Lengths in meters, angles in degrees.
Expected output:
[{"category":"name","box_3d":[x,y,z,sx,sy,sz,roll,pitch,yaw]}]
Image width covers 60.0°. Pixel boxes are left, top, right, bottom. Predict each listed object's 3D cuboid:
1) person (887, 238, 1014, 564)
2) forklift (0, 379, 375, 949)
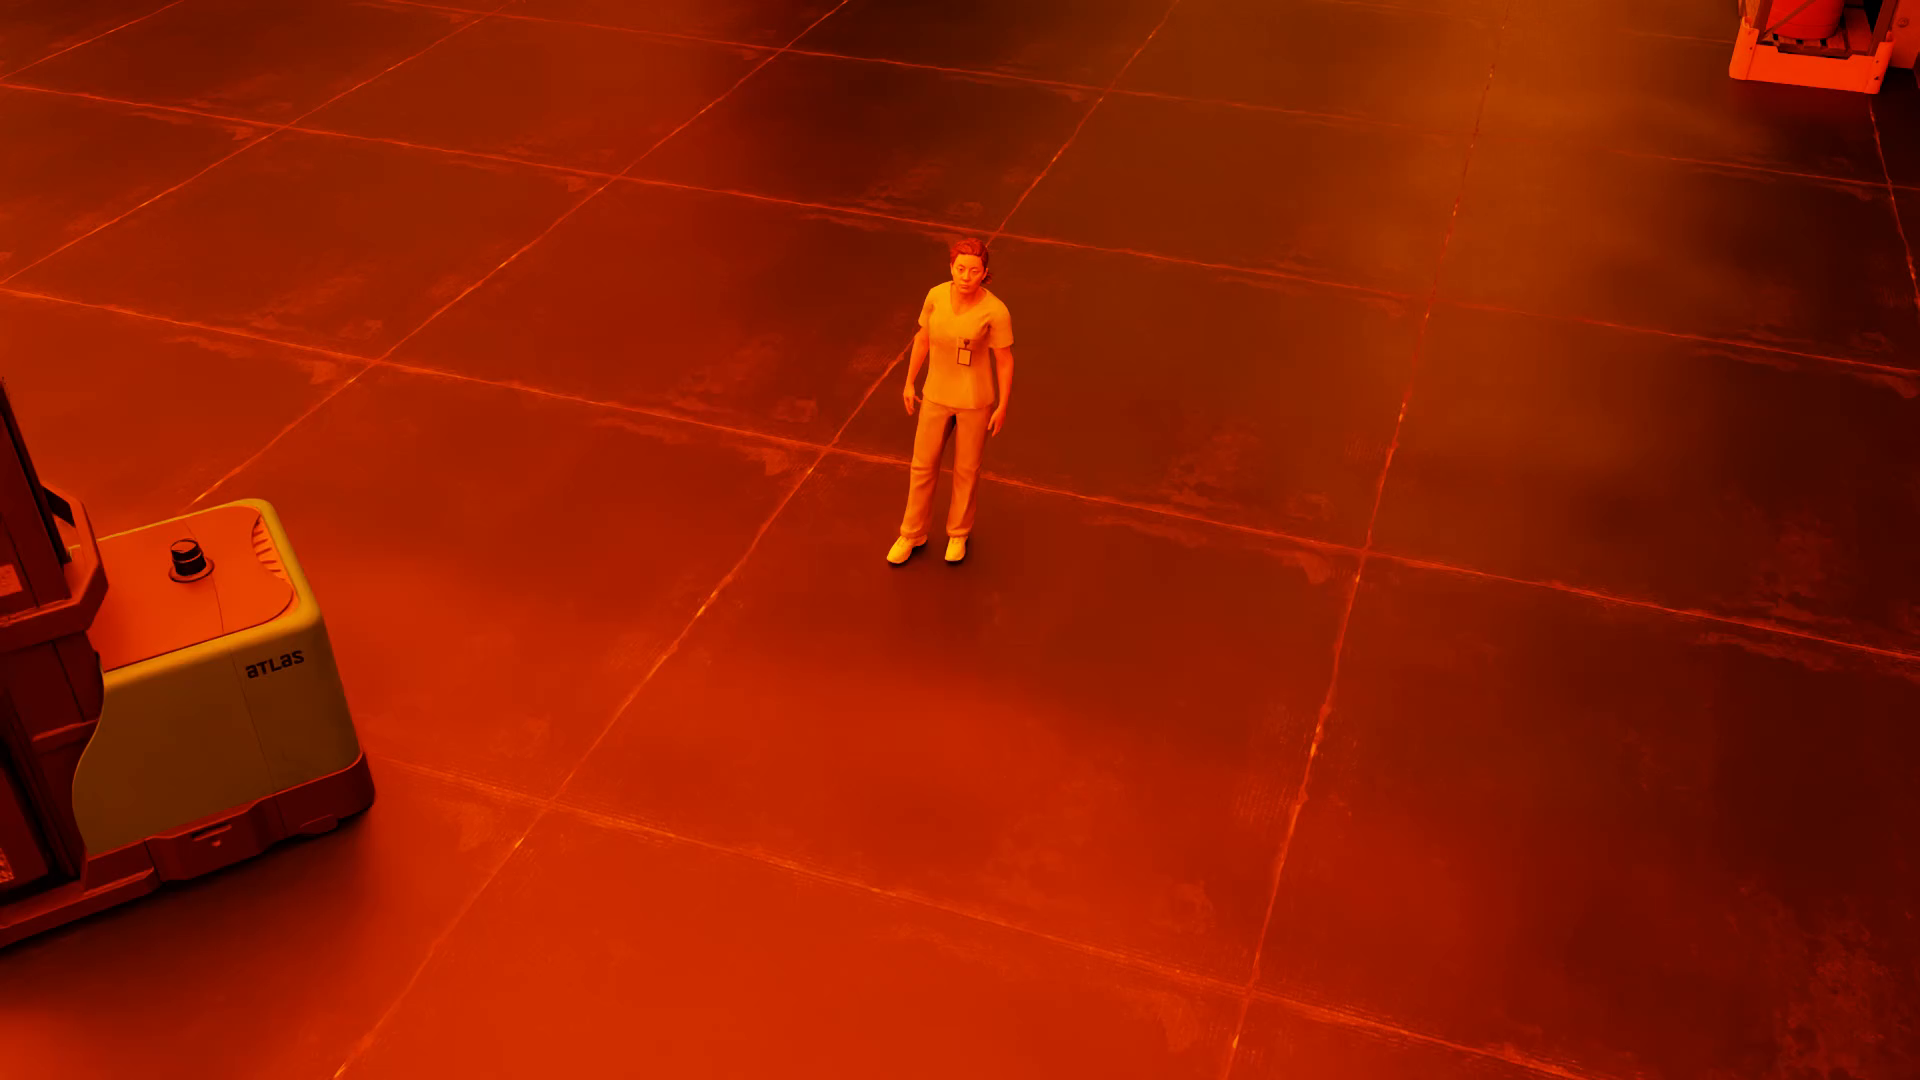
[{"category":"person","box_3d":[-0.038,-0.652,8.103,0.549,1.673,0.548,12,37,16]},{"category":"forklift","box_3d":[-3.993,0.155,5.892,3.031,2.935,1.130,-19,40,-25]}]
